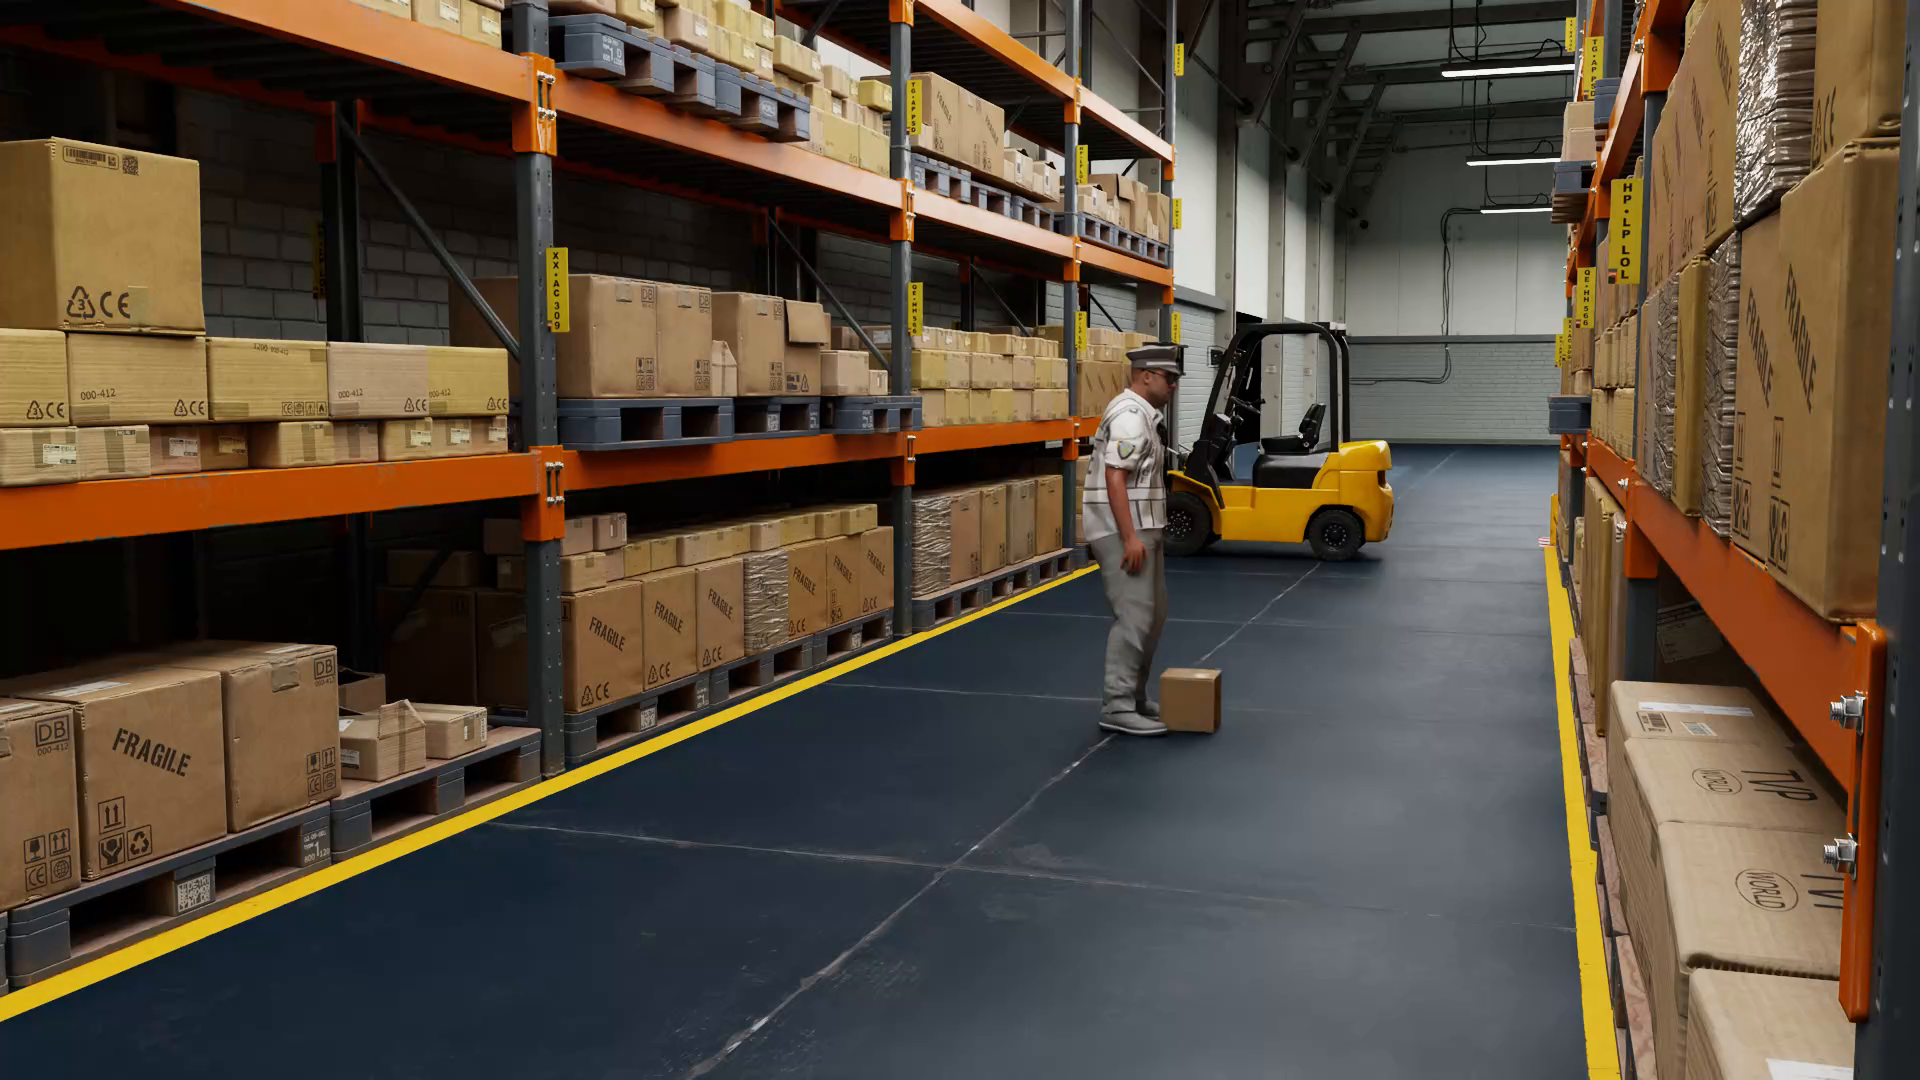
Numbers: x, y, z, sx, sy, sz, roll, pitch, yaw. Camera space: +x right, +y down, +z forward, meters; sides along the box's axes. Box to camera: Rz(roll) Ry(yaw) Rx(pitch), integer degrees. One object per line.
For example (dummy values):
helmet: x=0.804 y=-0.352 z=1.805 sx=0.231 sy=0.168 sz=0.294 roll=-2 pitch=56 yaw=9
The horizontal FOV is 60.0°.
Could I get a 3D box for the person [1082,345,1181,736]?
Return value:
person: x=0.789 y=-0.018 z=7.651 sx=0.435 sy=1.747 sz=0.585 roll=2 pitch=5 yaw=16
